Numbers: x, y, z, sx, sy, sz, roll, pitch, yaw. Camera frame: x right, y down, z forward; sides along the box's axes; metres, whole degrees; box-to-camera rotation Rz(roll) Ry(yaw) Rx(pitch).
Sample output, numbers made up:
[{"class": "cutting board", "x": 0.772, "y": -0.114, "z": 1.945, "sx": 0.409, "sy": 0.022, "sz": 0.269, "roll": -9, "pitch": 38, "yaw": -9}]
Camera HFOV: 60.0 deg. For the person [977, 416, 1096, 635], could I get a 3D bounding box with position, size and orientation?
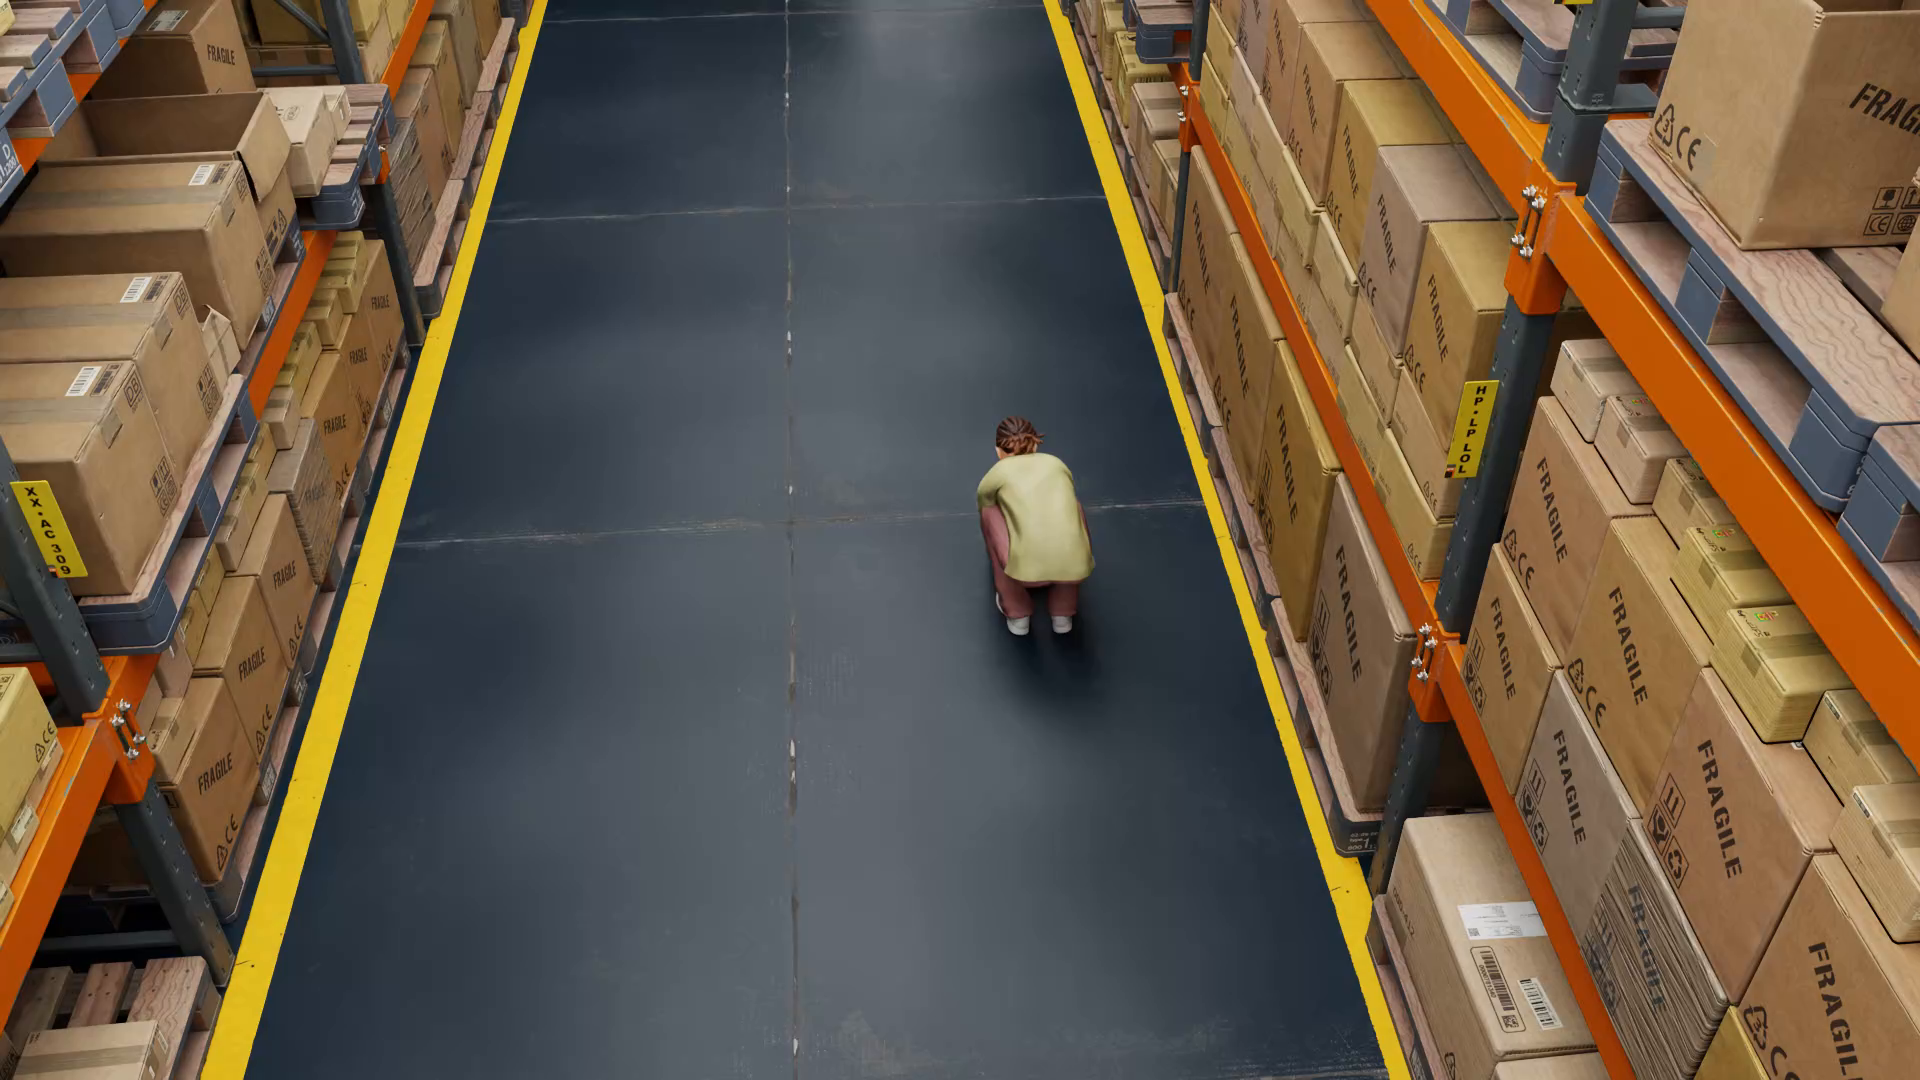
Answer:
[{"class": "person", "x": 0.307, "y": -0.024, "z": 6.960, "sx": 0.449, "sy": 0.753, "sz": 0.855, "roll": -4, "pitch": 39, "yaw": -5}]
